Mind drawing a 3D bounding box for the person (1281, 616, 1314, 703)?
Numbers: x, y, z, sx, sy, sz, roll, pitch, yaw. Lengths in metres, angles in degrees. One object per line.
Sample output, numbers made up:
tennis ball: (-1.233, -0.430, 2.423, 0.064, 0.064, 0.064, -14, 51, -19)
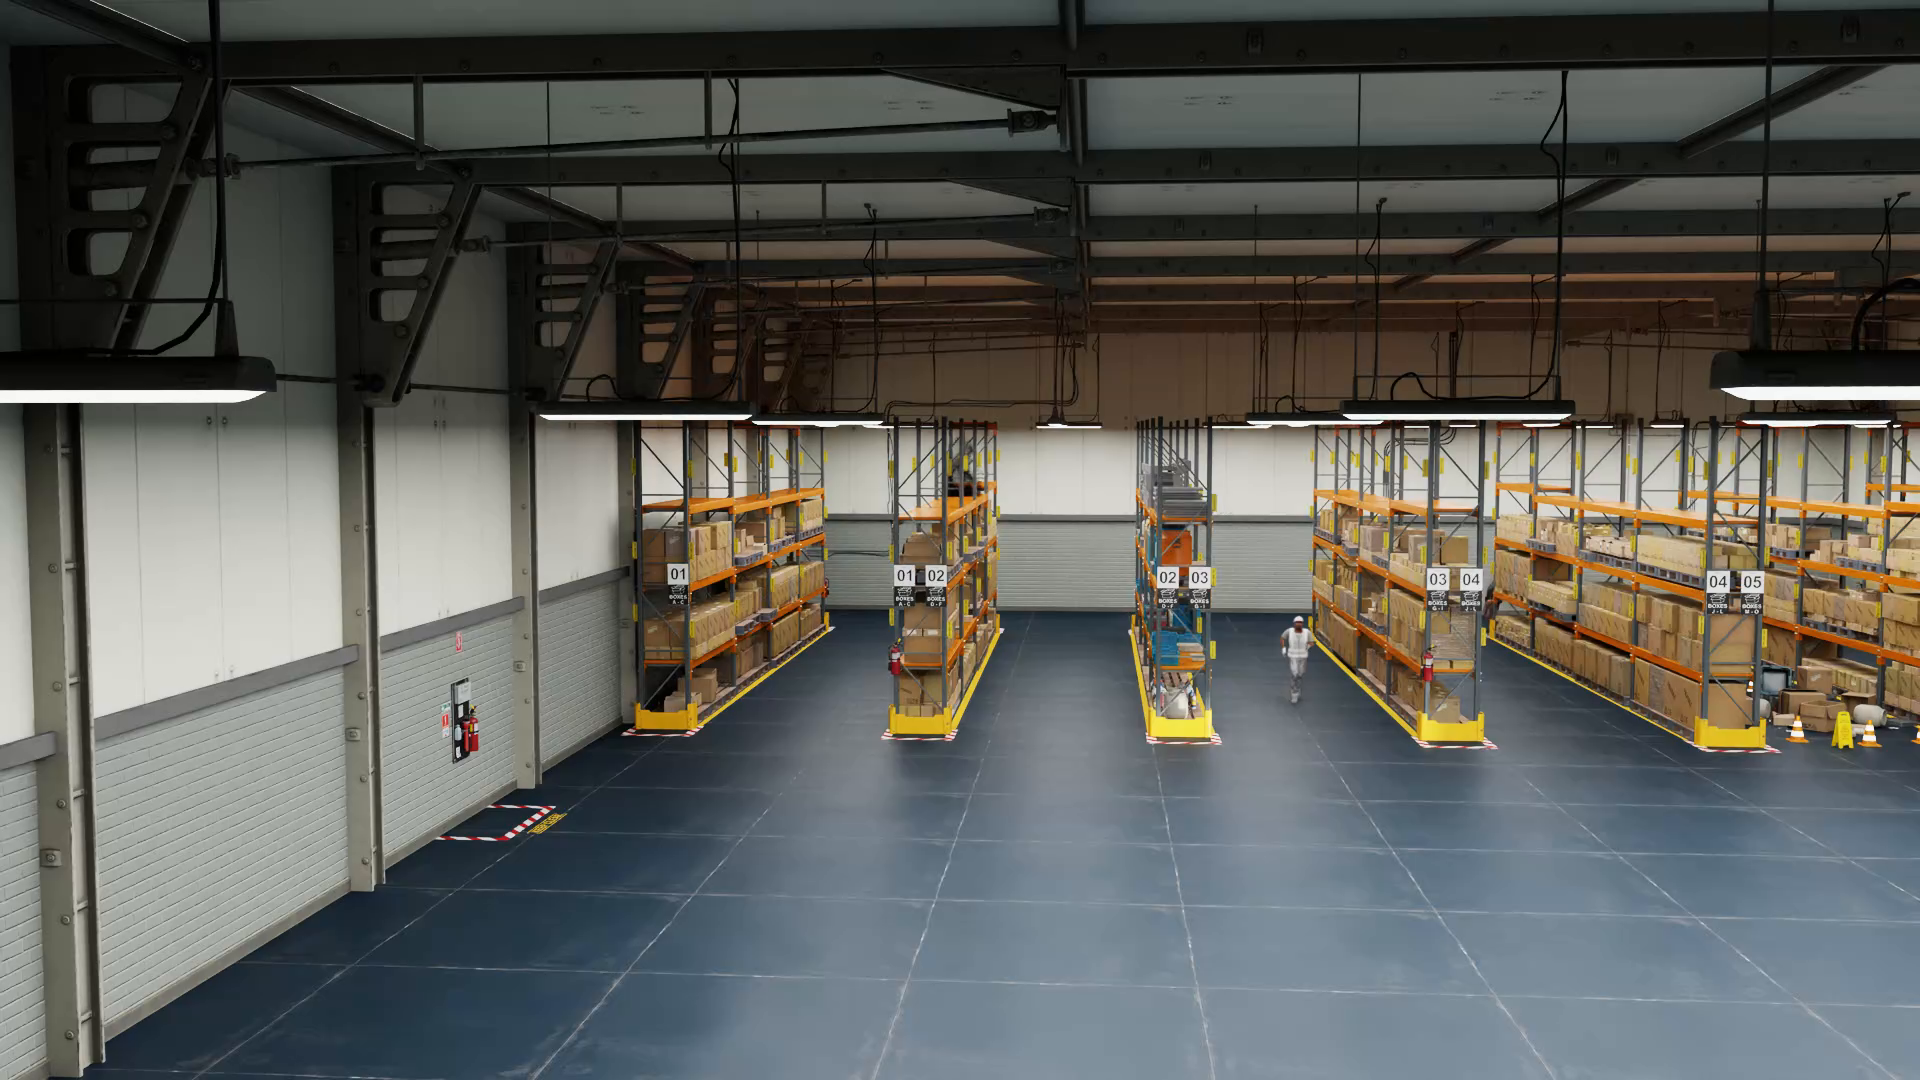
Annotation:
person: (7.201, 2.531, 35.383, 0.664, 1.838, 0.784, 0, 4, -2)

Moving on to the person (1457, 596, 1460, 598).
person: (13.551, 1.832, 46.422, 0.758, 1.749, 0.937, 3, 5, 34)

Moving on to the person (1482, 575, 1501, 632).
person: (15.162, 1.805, 47.288, 0.548, 1.668, 0.702, -1, 4, -16)
